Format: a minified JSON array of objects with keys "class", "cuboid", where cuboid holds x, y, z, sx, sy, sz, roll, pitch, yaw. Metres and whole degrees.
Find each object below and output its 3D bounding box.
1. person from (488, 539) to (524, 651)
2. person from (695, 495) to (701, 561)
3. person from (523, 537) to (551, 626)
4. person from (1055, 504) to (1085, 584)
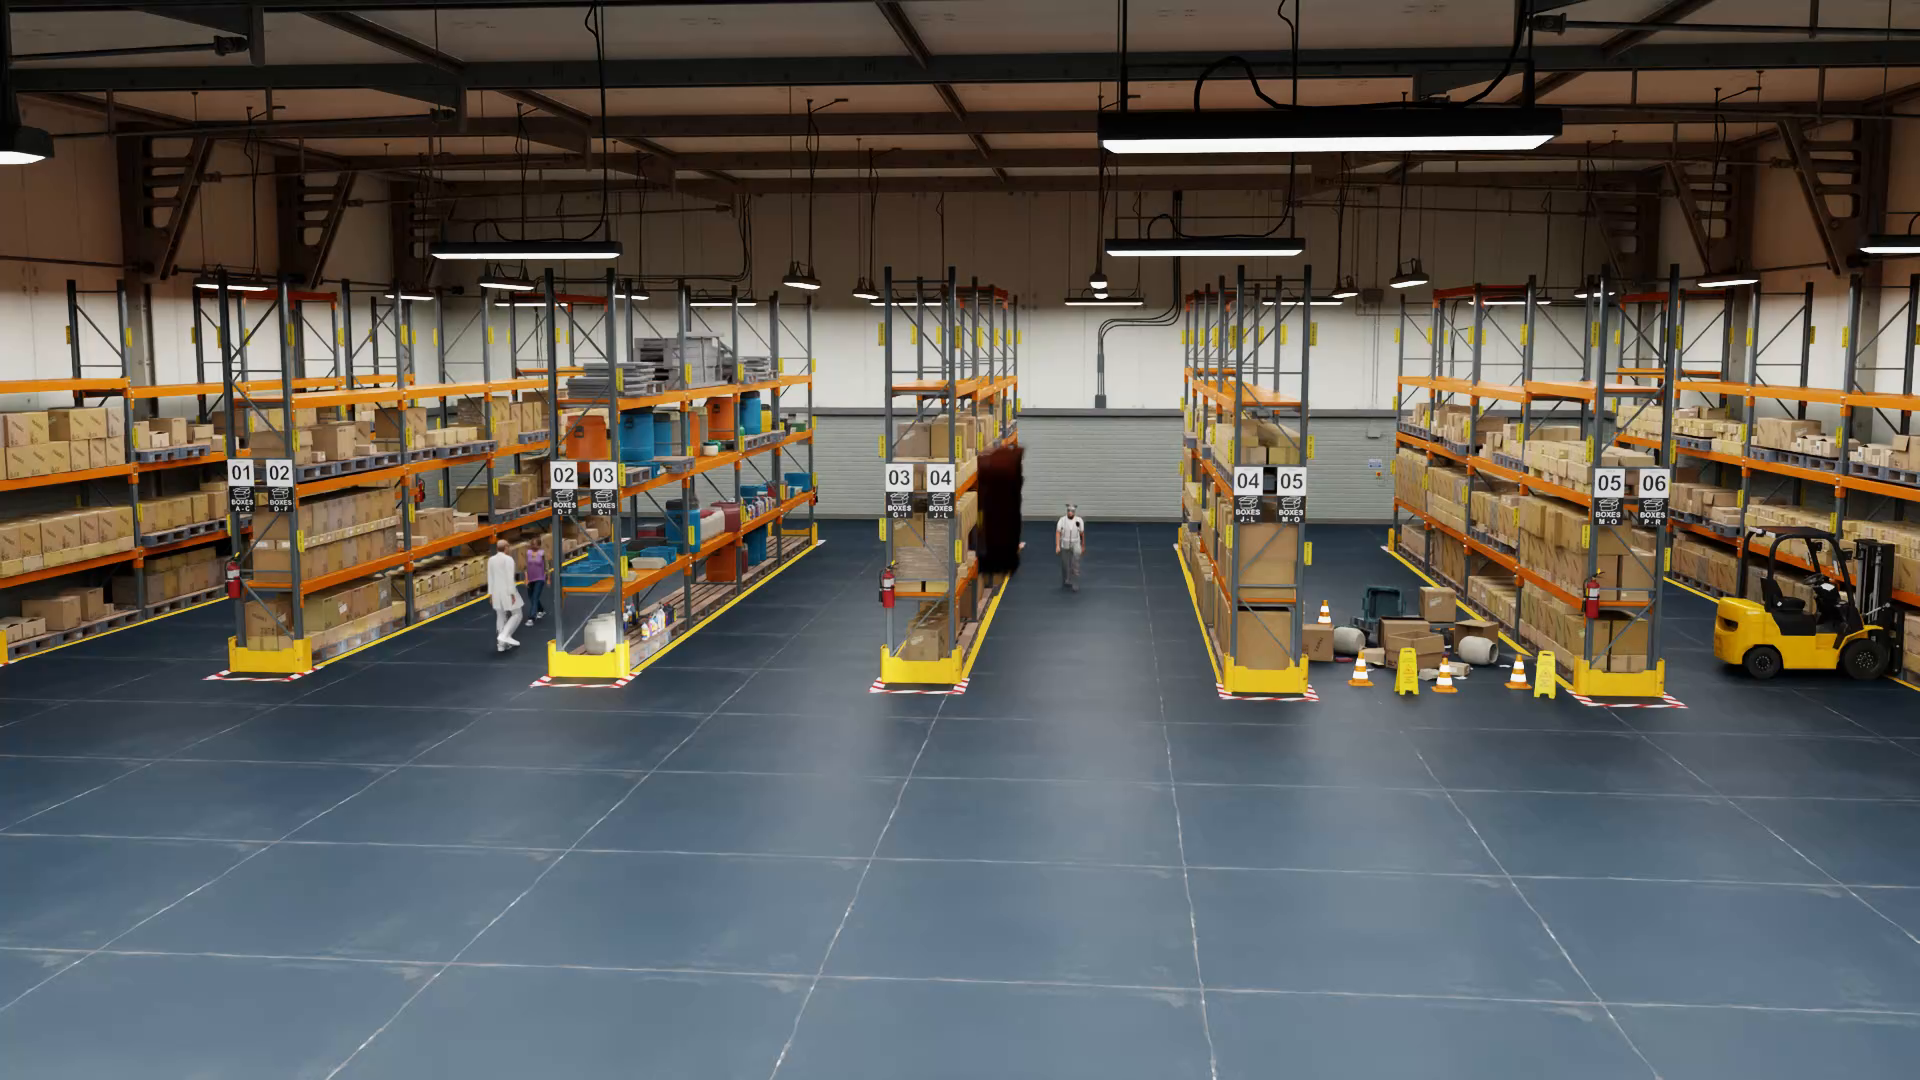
[{"class":"person","cuboid":[-7.339,0.888,26.668,0.633,1.773,0.581,2,7,16]},{"class":"person","cuboid":[-5.931,-0.244,36.741,0.409,1.543,0.952,1,7,11]},{"class":"person","cuboid":[-7.453,0.699,29.177,0.401,1.517,0.986,1,7,8]},{"class":"person","cuboid":[2.207,0.097,33.207,0.602,1.671,1.100,0,7,2]}]
